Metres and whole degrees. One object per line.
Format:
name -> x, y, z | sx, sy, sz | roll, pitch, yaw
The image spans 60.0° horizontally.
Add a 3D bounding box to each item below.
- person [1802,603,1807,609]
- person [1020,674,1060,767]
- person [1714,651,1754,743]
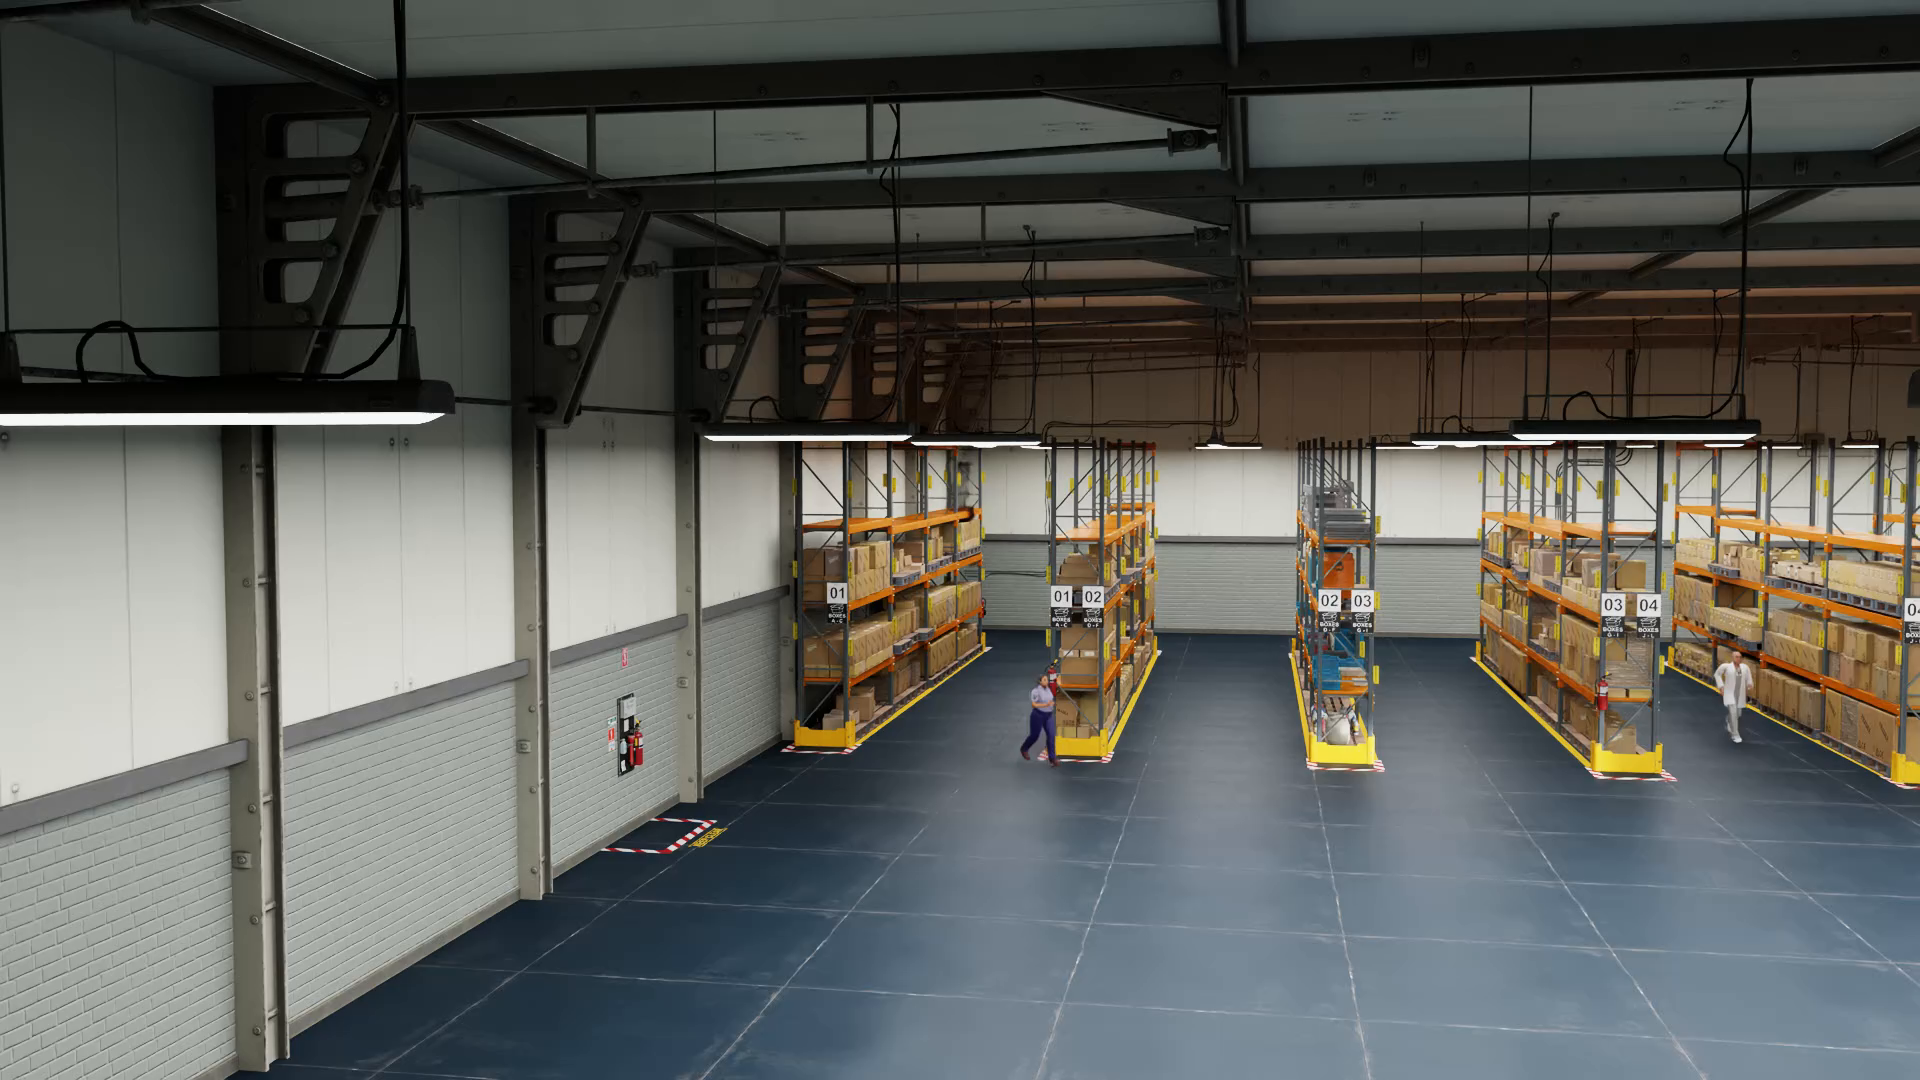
person -> 23.049, 2.486, 45.347 | 0.747, 1.757, 0.546 | 0, 3, 2
person -> 1.482, 3.264, 30.411 | 0.598, 1.648, 0.912 | -3, 4, -40
person -> 15.423, 3.091, 33.184 | 0.684, 1.775, 0.998 | 0, 3, 4
